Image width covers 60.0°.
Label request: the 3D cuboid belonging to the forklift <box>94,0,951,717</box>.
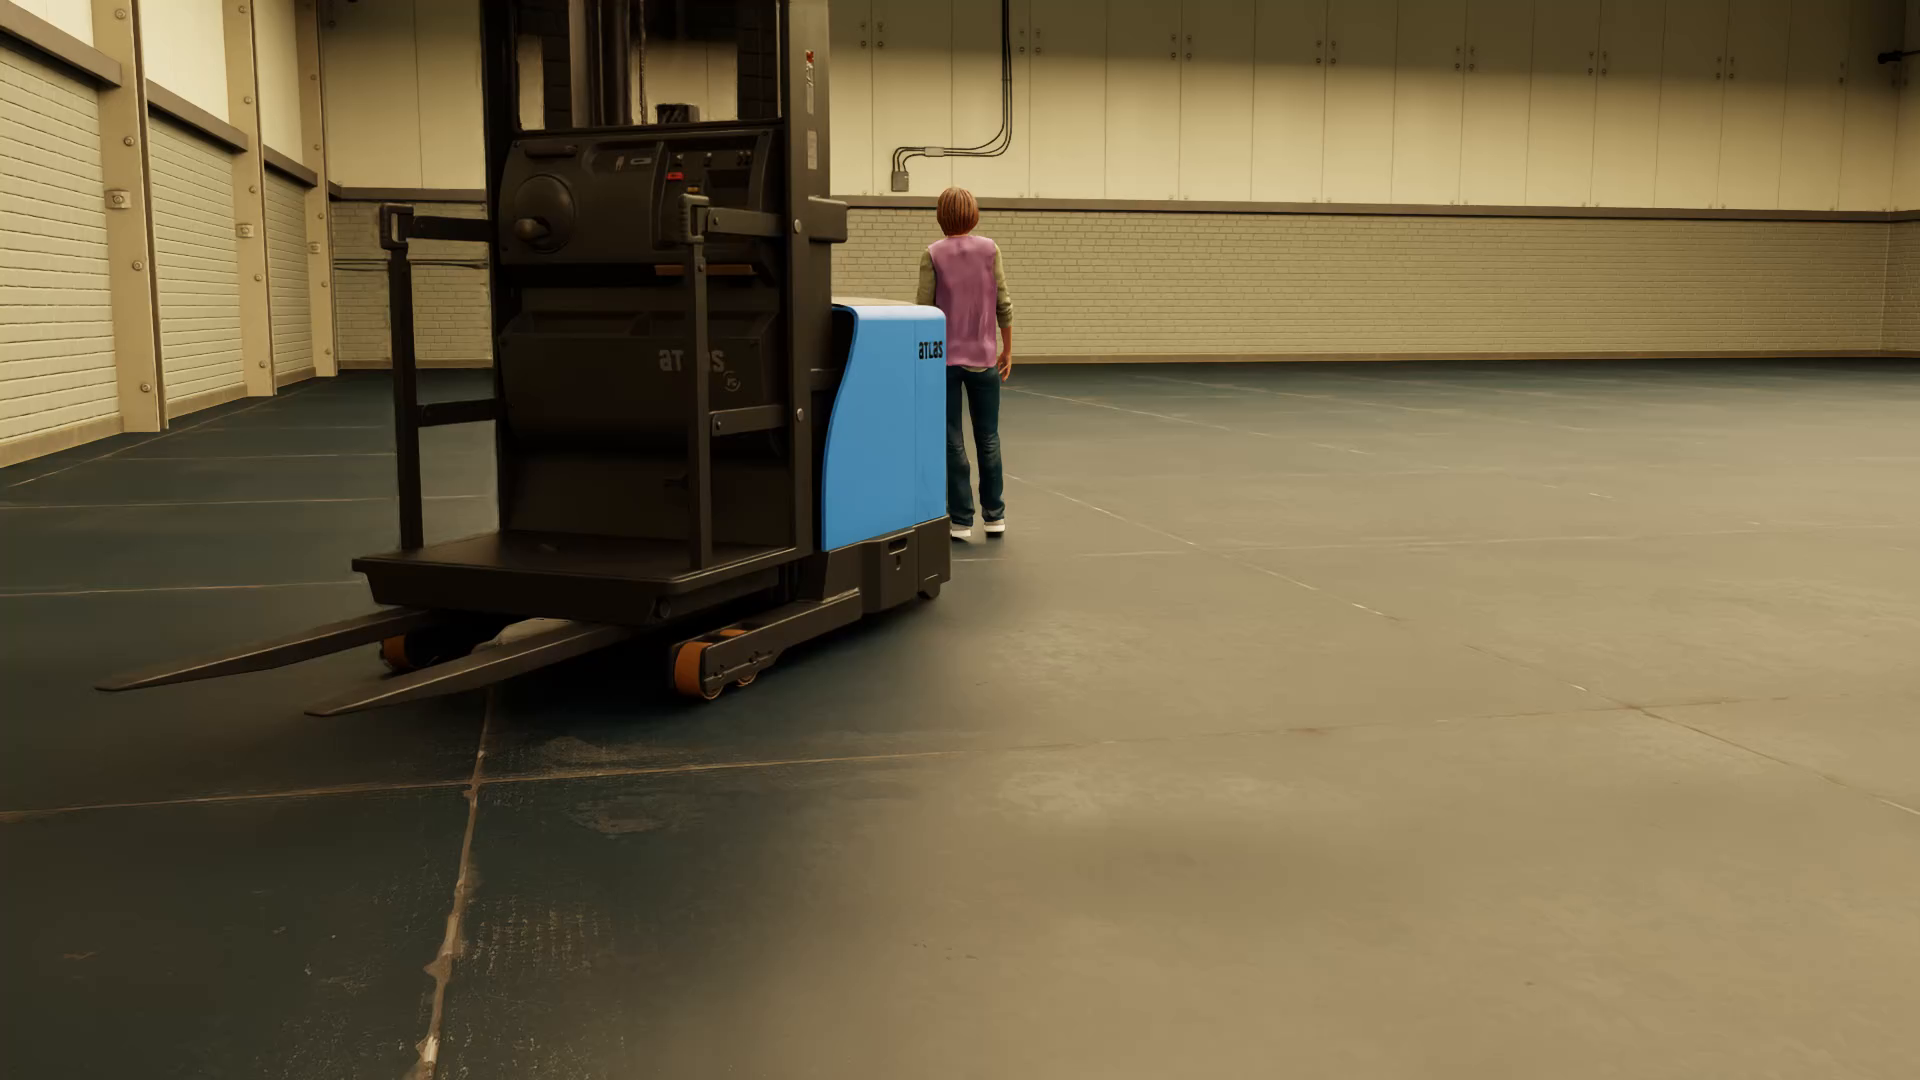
[{"bbox_3d":[-1.065,-1.076,4.827,1.130,2.935,3.031,3,9,22],"label":"forklift"}]

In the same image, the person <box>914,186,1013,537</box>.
[{"bbox_3d":[-0.004,-0.809,7.671,0.520,1.599,0.473,-2,8,-13],"label":"person"}]
